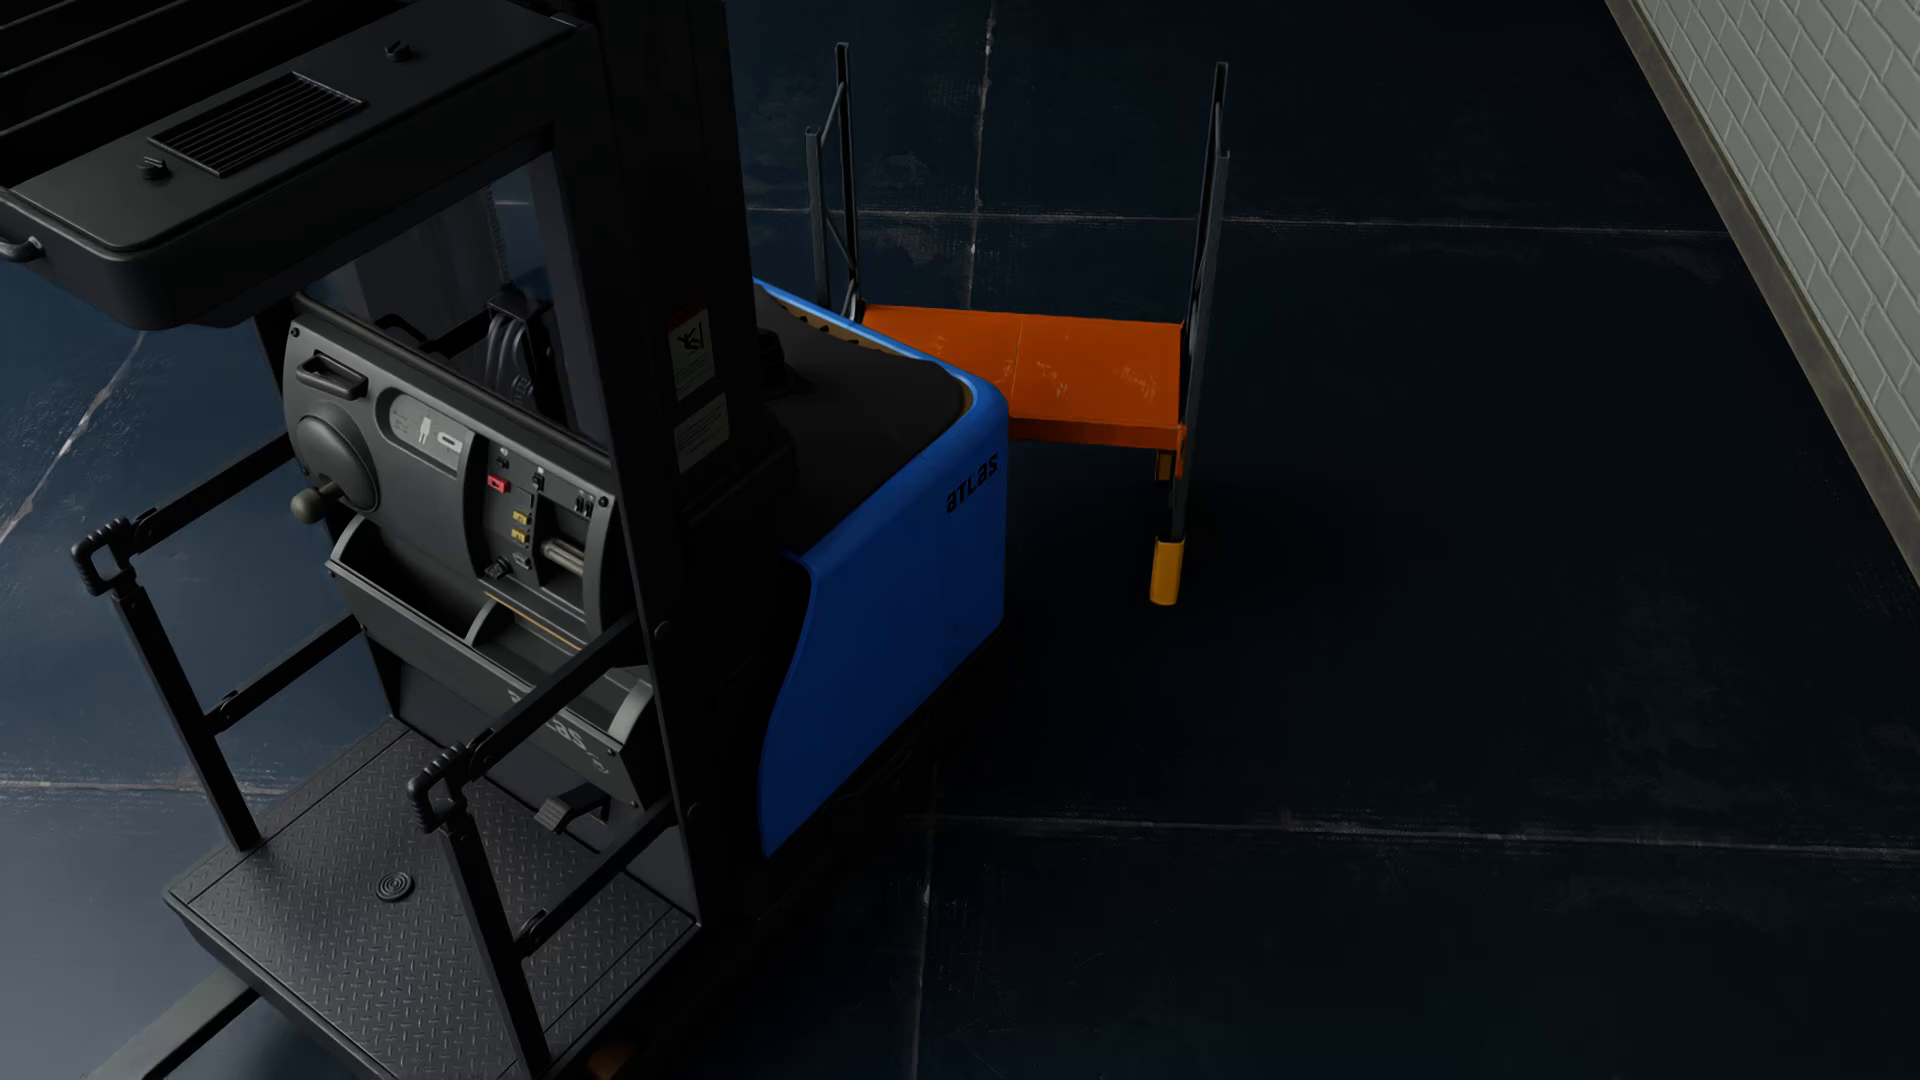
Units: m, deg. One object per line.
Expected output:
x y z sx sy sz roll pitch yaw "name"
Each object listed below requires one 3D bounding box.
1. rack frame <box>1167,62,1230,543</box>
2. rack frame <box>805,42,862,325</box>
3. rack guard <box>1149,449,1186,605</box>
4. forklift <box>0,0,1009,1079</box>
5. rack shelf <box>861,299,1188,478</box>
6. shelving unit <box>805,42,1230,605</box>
0.668 -0.550 4.740 0.032 1.500 0.500 4 43 5 "rack frame"
-0.342 -0.626 4.822 0.032 1.500 0.500 4 43 5 "rack frame"
0.649 -0.094 5.168 0.087 0.250 0.587 4 43 5 "rack guard"
-1.140 -0.039 3.142 1.130 2.935 3.031 27 49 26 "forklift"
0.163 -0.457 4.904 1.000 0.185 0.538 4 43 5 "rack shelf"
0.154 -0.589 4.782 1.083 1.500 0.587 4 43 5 "shelving unit"
